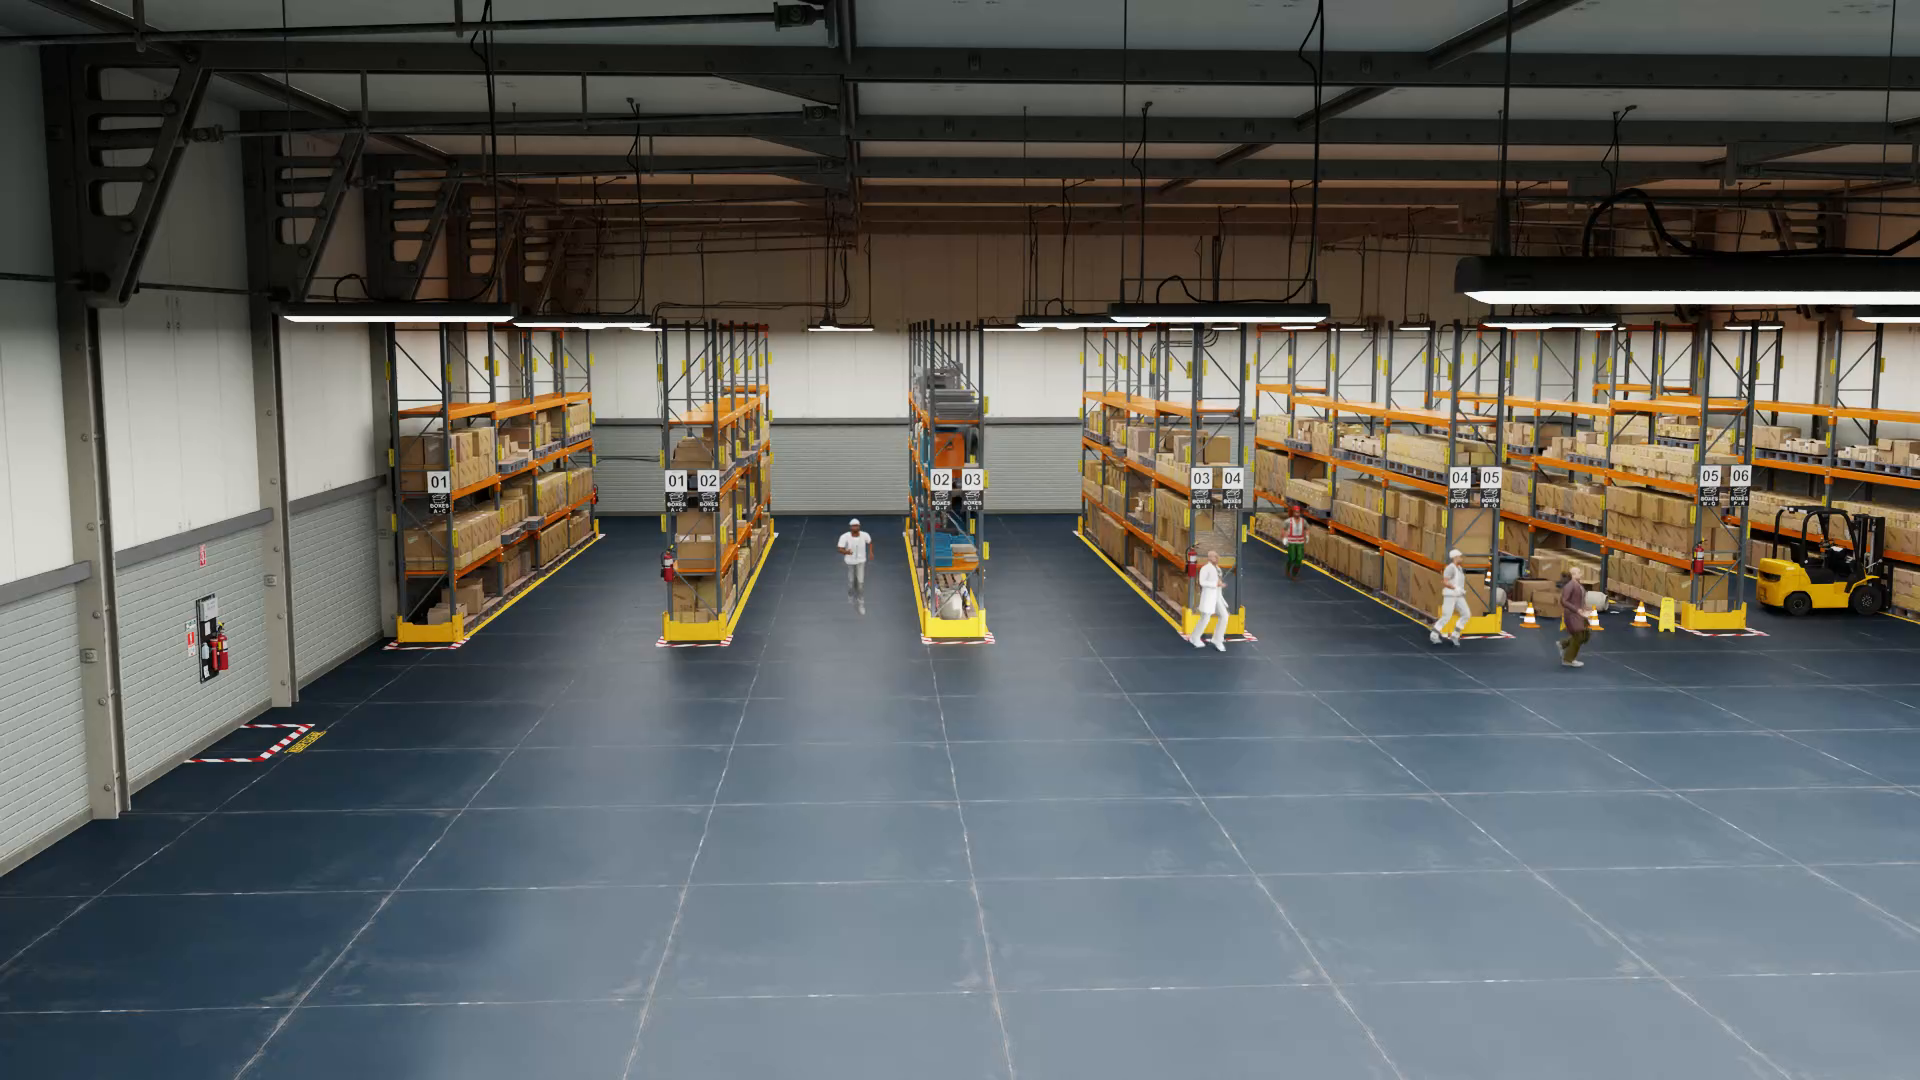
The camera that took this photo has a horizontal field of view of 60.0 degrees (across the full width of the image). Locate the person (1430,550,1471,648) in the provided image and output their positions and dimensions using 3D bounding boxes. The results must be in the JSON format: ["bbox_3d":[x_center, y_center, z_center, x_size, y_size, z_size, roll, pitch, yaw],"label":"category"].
[{"bbox_3d":[9.094,1.066,30.677,0.705,1.786,0.674,-7,10,-43],"label":"person"}]

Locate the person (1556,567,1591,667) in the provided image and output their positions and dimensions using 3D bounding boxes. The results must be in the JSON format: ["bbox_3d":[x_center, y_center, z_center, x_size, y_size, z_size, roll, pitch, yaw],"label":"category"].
[{"bbox_3d":[10.602,1.321,28.702,0.617,1.730,0.689,6,9,40],"label":"person"}]

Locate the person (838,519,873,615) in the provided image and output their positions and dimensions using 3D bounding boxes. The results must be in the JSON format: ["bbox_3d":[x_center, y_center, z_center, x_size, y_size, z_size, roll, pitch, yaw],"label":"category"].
[{"bbox_3d":[-2.069,0.510,32.996,0.724,1.888,0.736,-1,7,-10],"label":"person"}]

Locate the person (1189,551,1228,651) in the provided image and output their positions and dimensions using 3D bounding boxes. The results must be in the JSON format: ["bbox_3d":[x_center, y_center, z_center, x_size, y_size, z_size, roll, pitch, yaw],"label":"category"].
[{"bbox_3d":[4.572,1.212,30.326,0.762,1.655,0.706,7,10,44],"label":"person"}]

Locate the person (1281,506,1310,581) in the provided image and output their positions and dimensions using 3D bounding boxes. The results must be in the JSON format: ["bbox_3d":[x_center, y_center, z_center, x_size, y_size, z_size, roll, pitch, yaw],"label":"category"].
[{"bbox_3d":[7.825,0.077,38.735,0.655,1.751,0.590,-1,7,-5],"label":"person"}]
